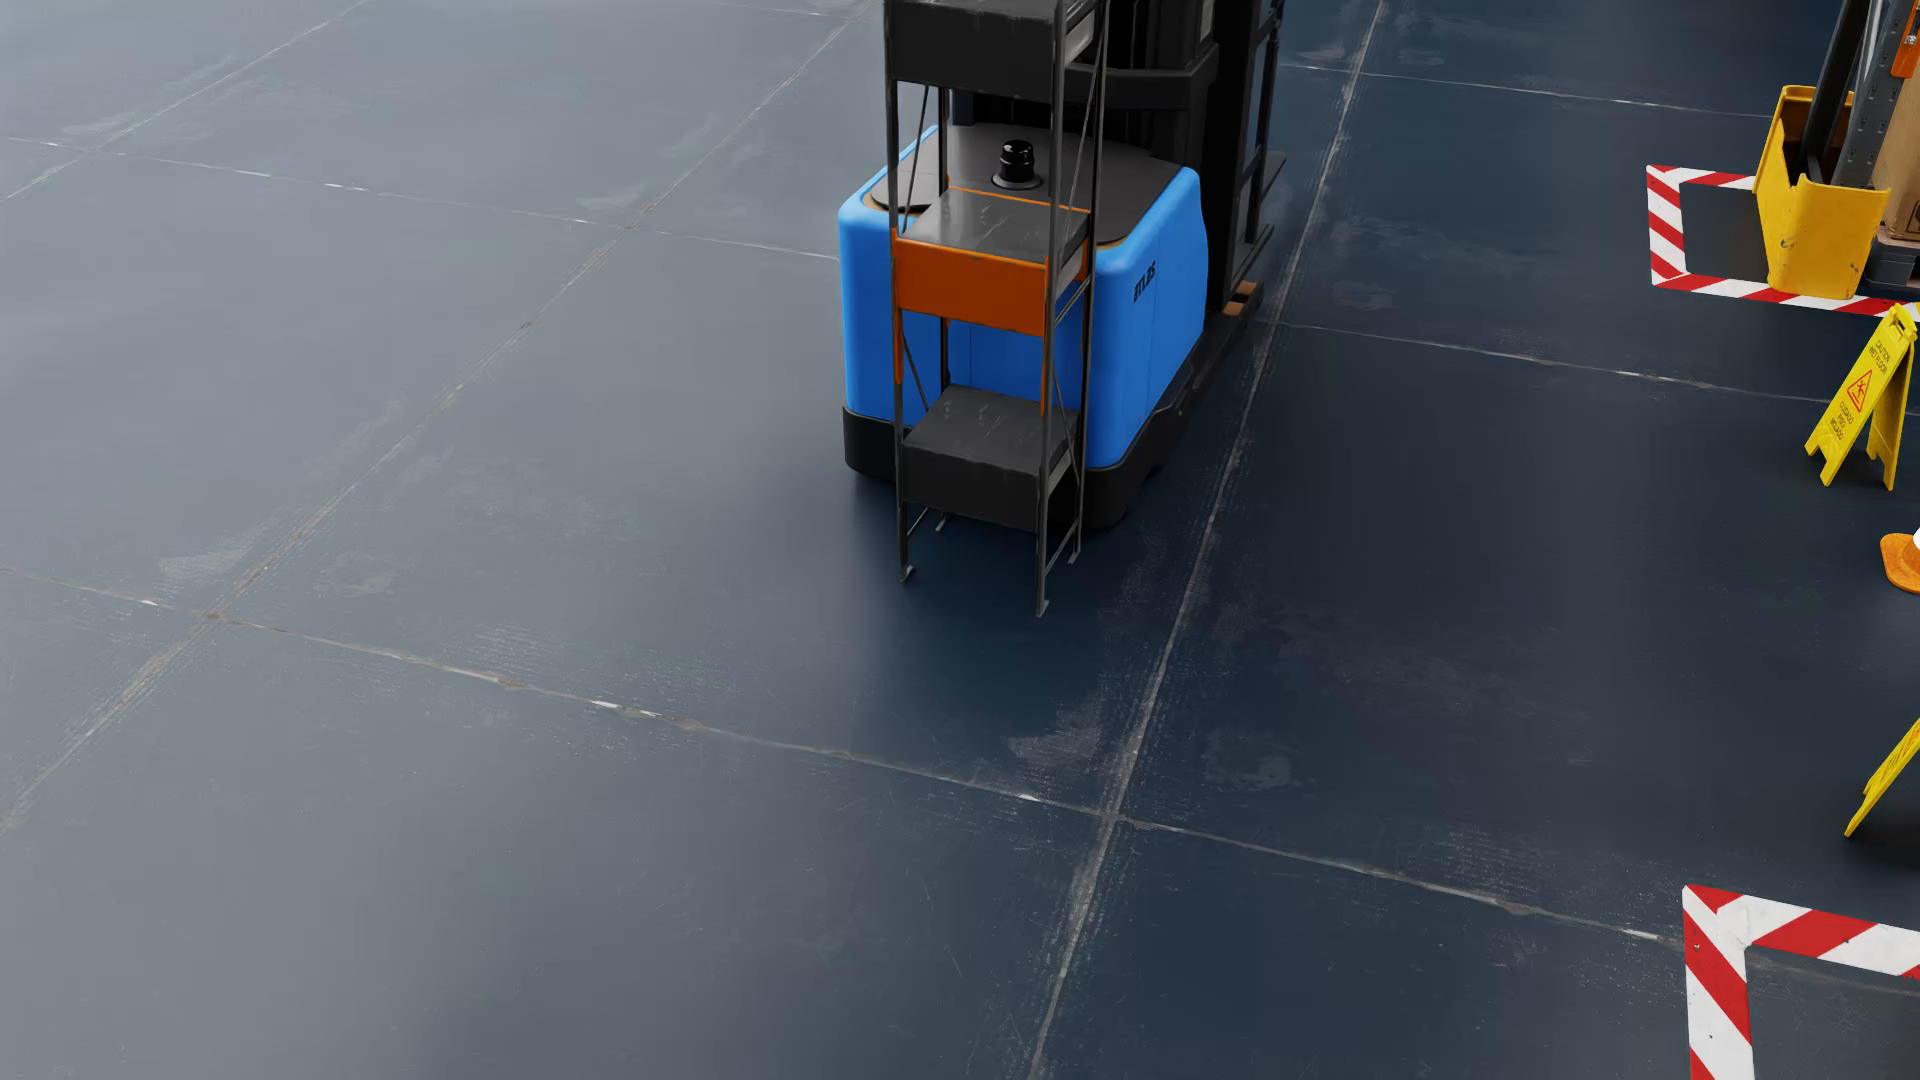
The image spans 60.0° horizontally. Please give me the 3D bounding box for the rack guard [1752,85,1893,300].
[{"bbox_3d":[3.854,-1.583,7.479,0.348,0.500,1.175,10,38,14],"label":"rack guard"}]

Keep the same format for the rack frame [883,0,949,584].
[{"bbox_3d":[-0.121,-0.810,5.080,0.015,2.100,0.400,14,39,18],"label":"rack frame"}]

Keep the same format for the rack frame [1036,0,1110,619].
[{"bbox_3d":[0.329,-0.700,4.929,0.015,2.100,0.400,14,39,18],"label":"rack frame"}]

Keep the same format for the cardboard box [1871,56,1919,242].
[{"bbox_3d":[4.544,-1.816,7.125,0.875,0.875,0.875,11,38,14],"label":"cardboard box"}]

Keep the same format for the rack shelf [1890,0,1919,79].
[{"bbox_3d":[5.786,-1.942,6.465,4.000,0.370,1.077,10,38,14],"label":"rack shelf"}]

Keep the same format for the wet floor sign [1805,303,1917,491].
[{"bbox_3d":[3.259,-0.522,5.915,0.232,0.644,0.267,4,37,6],"label":"wet floor sign"}]

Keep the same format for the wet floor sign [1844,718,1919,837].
[{"bbox_3d":[2.635,0.542,4.469,0.232,0.644,0.267,24,43,29],"label":"wet floor sign"}]

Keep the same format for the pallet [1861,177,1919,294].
[{"bbox_3d":[4.663,-1.365,7.427,1.213,0.211,1.003,10,38,14],"label":"pallet"}]

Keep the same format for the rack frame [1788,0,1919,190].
[{"bbox_3d":[3.877,-2.585,6.732,0.127,3.000,1.000,10,38,14],"label":"rack frame"}]

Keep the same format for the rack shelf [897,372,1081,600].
[{"bbox_3d":[0.104,-0.180,5.428,0.480,0.518,0.431,14,39,18],"label":"rack shelf"}]

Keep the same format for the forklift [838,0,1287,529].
[{"bbox_3d":[0.631,-2.088,6.114,1.130,2.935,3.031,14,39,19],"label":"forklift"}]

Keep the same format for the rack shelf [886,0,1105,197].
[{"bbox_3d":[0.104,-1.308,4.598,0.480,0.518,0.431,14,39,18],"label":"rack shelf"}]

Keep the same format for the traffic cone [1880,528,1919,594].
[{"bbox_3d":[3.299,-0.087,5.478,0.334,0.463,0.336,10,38,14],"label":"traffic cone"}]

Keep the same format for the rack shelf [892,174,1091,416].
[{"bbox_3d":[0.104,-0.744,5.013,0.480,0.518,0.431,14,39,18],"label":"rack shelf"}]

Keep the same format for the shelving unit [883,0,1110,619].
[{"bbox_3d":[0.104,-0.755,5.005,0.503,2.100,0.431,14,39,18],"label":"shelving unit"}]
